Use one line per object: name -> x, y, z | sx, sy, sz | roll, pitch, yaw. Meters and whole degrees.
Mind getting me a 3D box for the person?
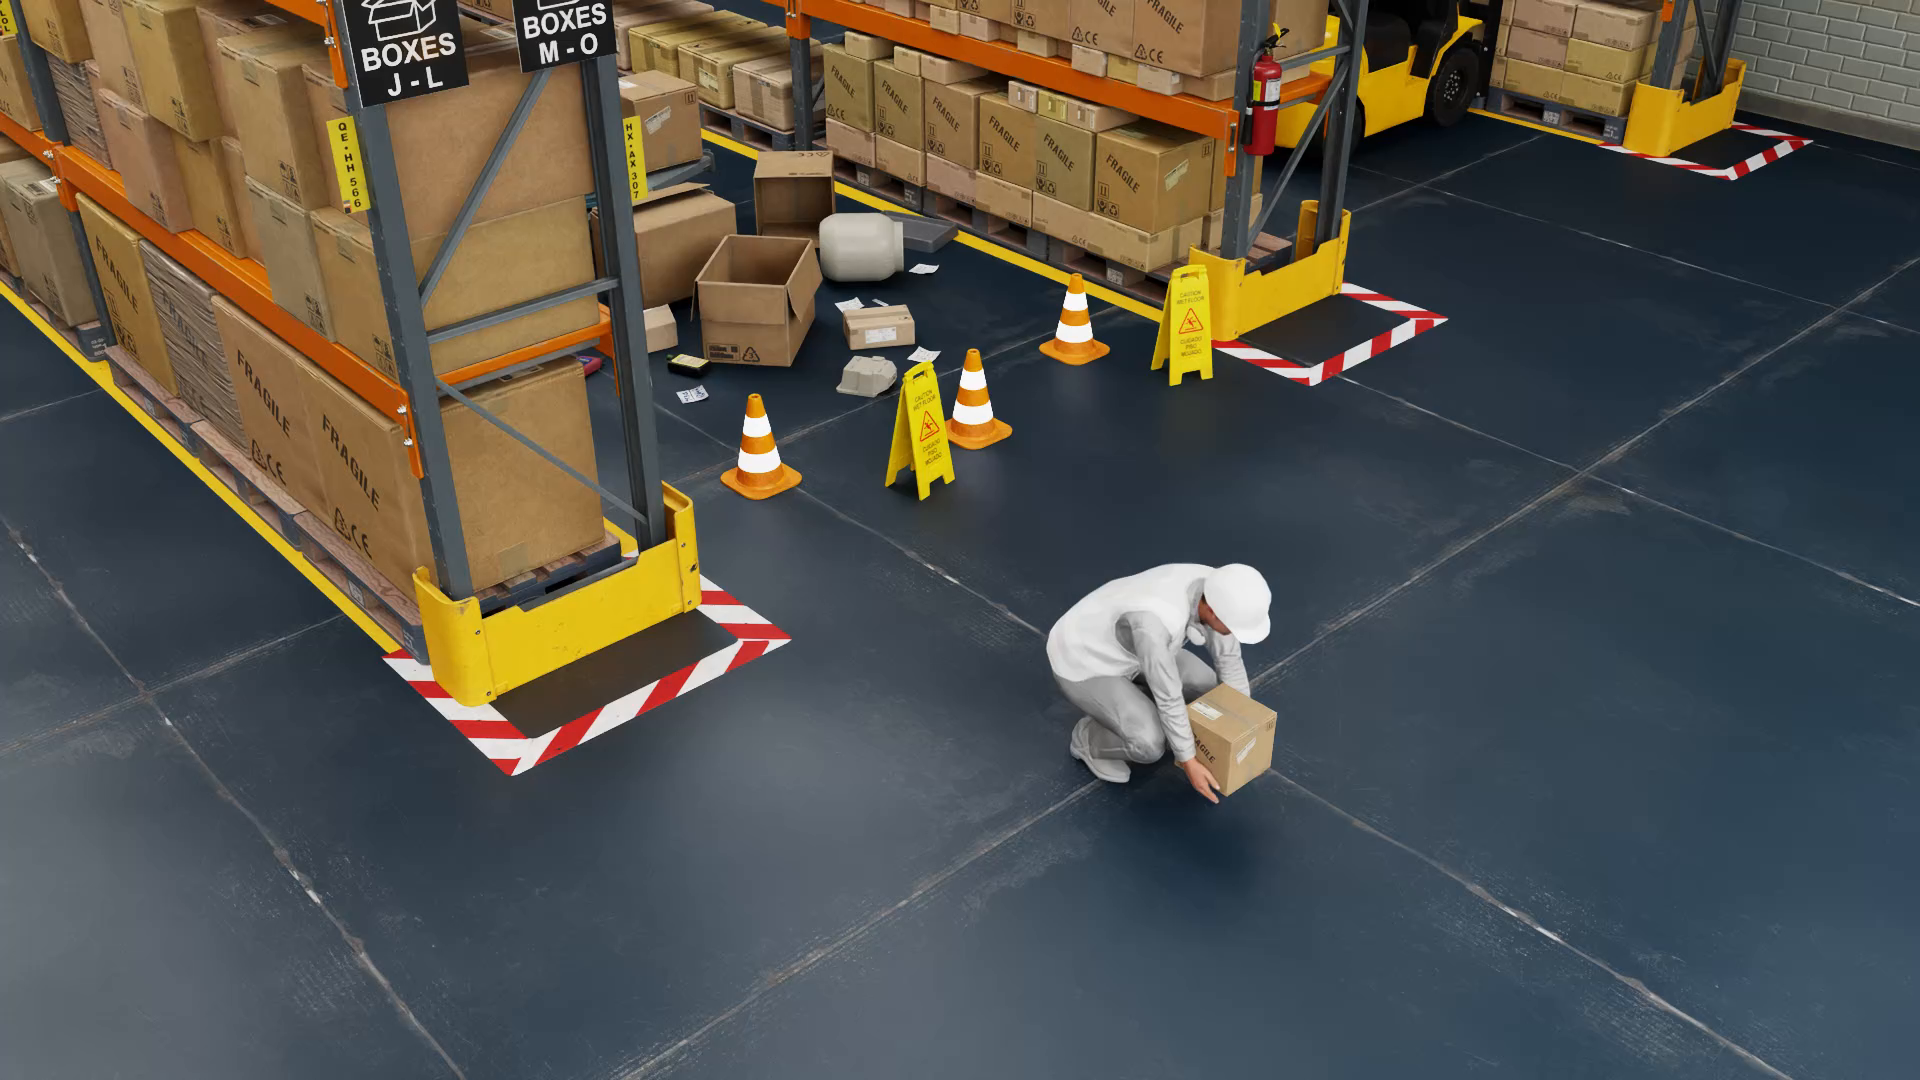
person -> 0.741, 0.439, 6.133 | 0.523, 1.015, 0.871 | -26, 40, -36
